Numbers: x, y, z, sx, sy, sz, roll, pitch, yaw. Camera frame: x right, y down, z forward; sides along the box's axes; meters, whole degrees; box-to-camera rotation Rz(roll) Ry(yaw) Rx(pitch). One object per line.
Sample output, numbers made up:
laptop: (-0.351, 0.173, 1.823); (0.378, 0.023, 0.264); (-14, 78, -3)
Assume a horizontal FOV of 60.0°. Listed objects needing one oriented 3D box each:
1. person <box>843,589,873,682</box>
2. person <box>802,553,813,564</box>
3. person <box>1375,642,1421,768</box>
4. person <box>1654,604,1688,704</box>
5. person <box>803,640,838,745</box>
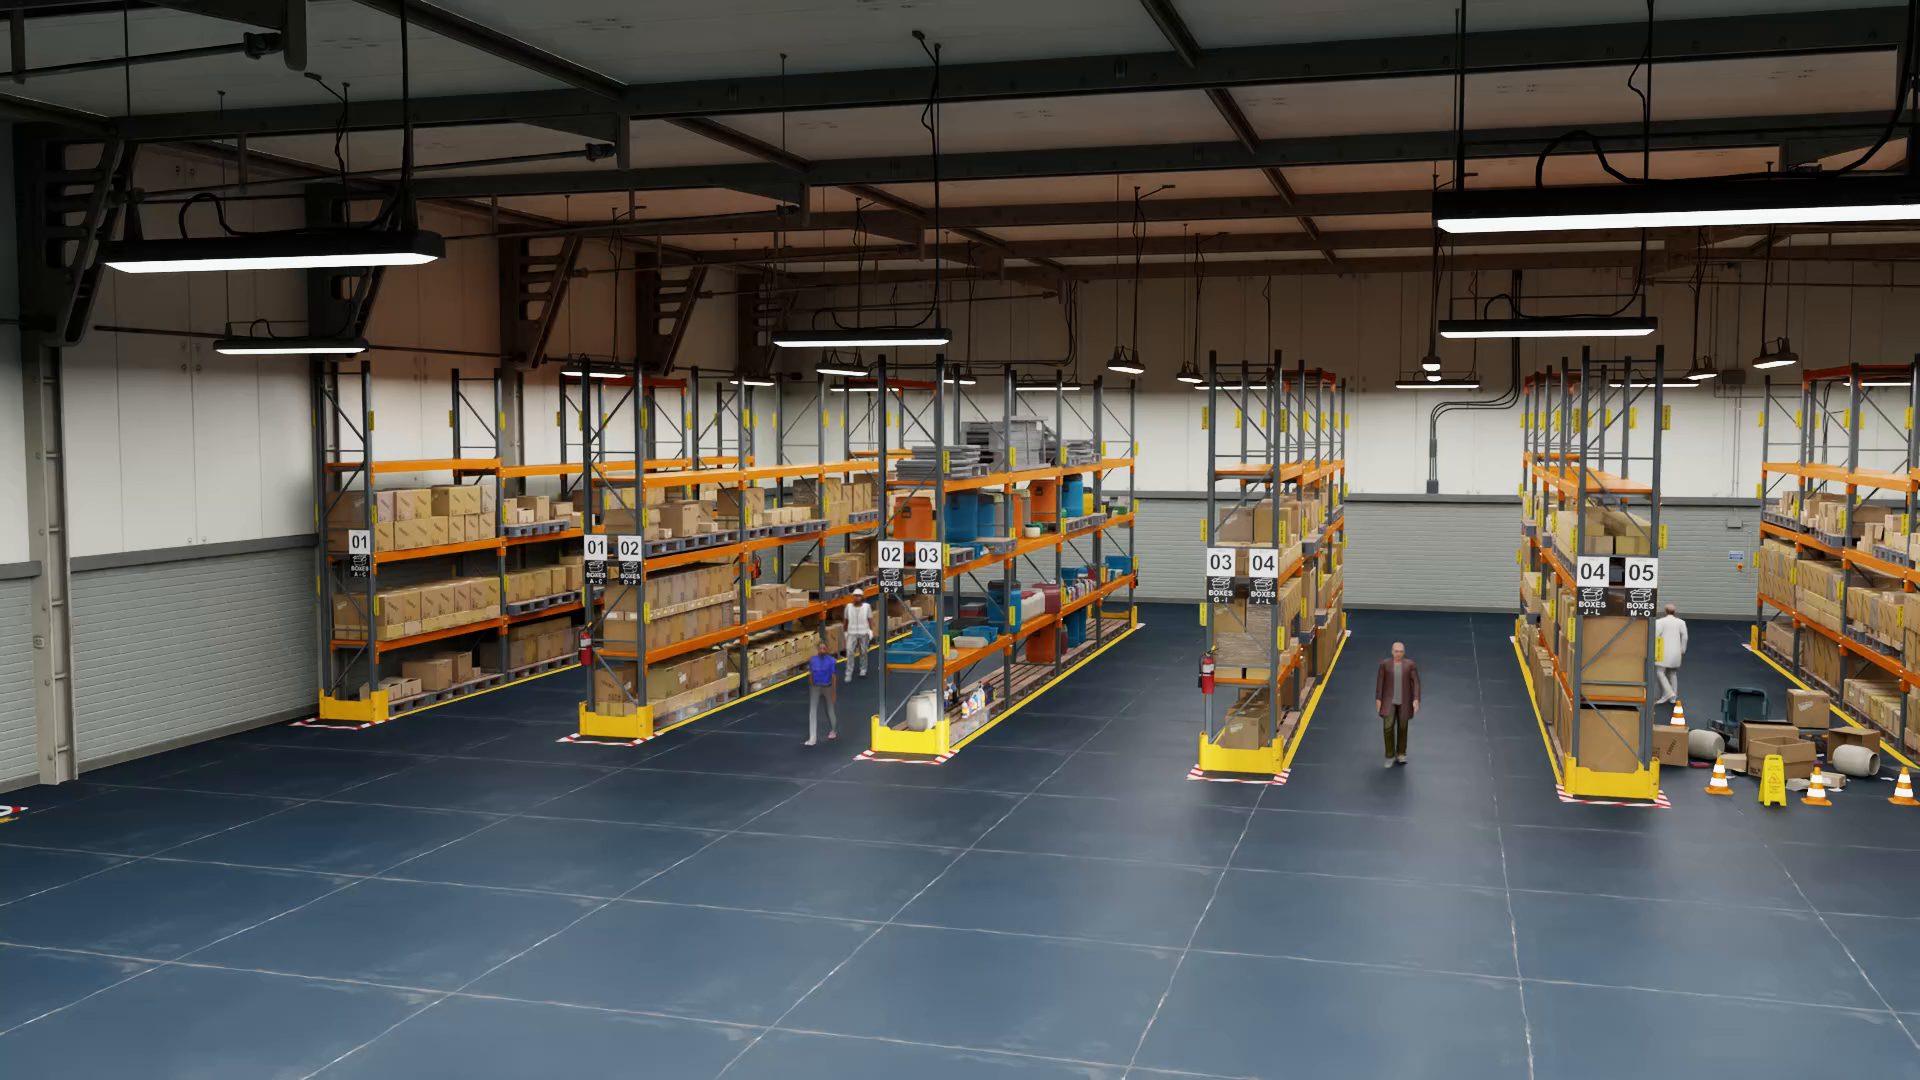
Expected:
person: (-1.971, 1.816, 32.086); (0.609, 1.739, 0.969); (0, 4, 3)
person: (-3.888, 1.163, 41.906); (0.666, 1.669, 0.552); (-1, 4, -9)
person: (6.382, 2.404, 24.236); (0.635, 1.841, 0.603); (1, 4, 13)
person: (12.624, 2.025, 29.524); (0.659, 1.760, 0.668); (0, 4, -7)
person: (-2.141, 2.348, 25.819); (0.463, 1.621, 0.806); (0, 4, 6)
